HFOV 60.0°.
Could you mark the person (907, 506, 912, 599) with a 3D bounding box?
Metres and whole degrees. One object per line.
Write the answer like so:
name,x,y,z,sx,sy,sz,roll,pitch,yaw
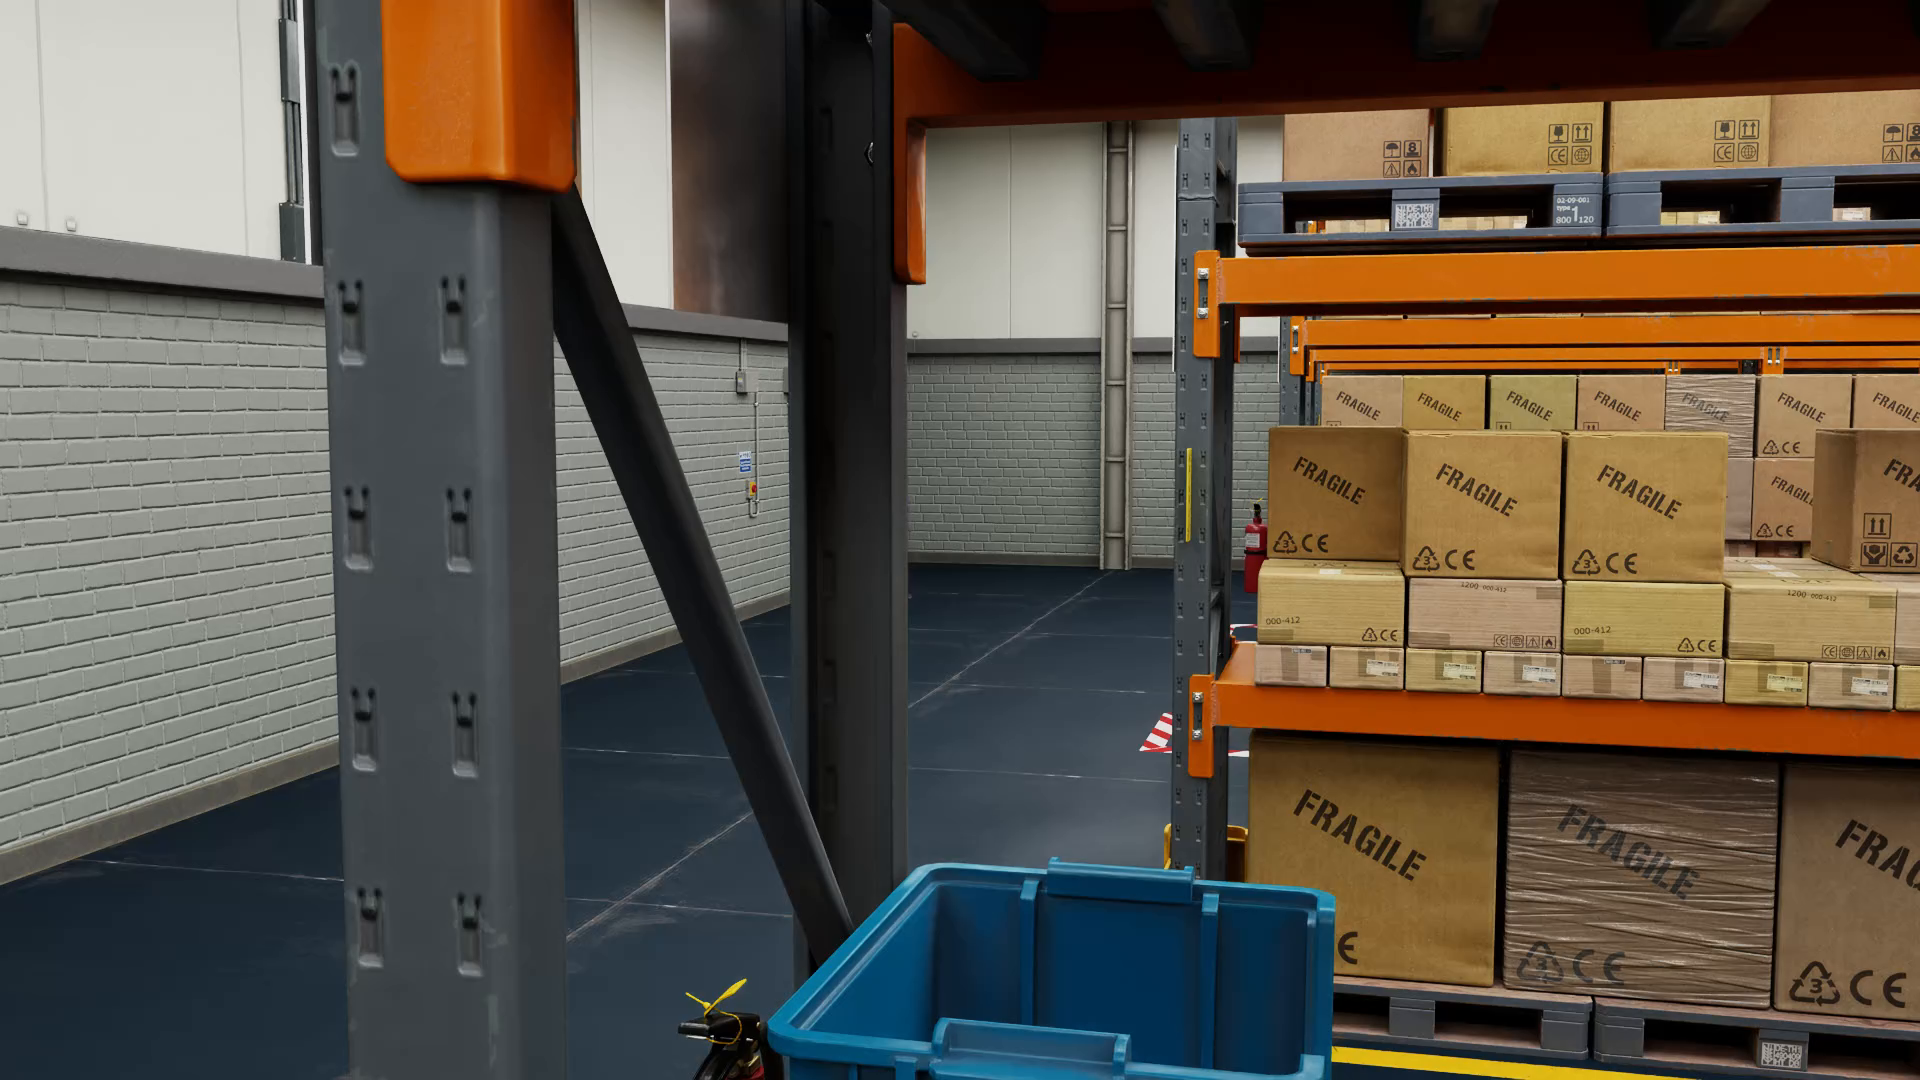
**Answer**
person,-0.809,-0.145,18.955,0.494,1.659,0.345,1,5,12
